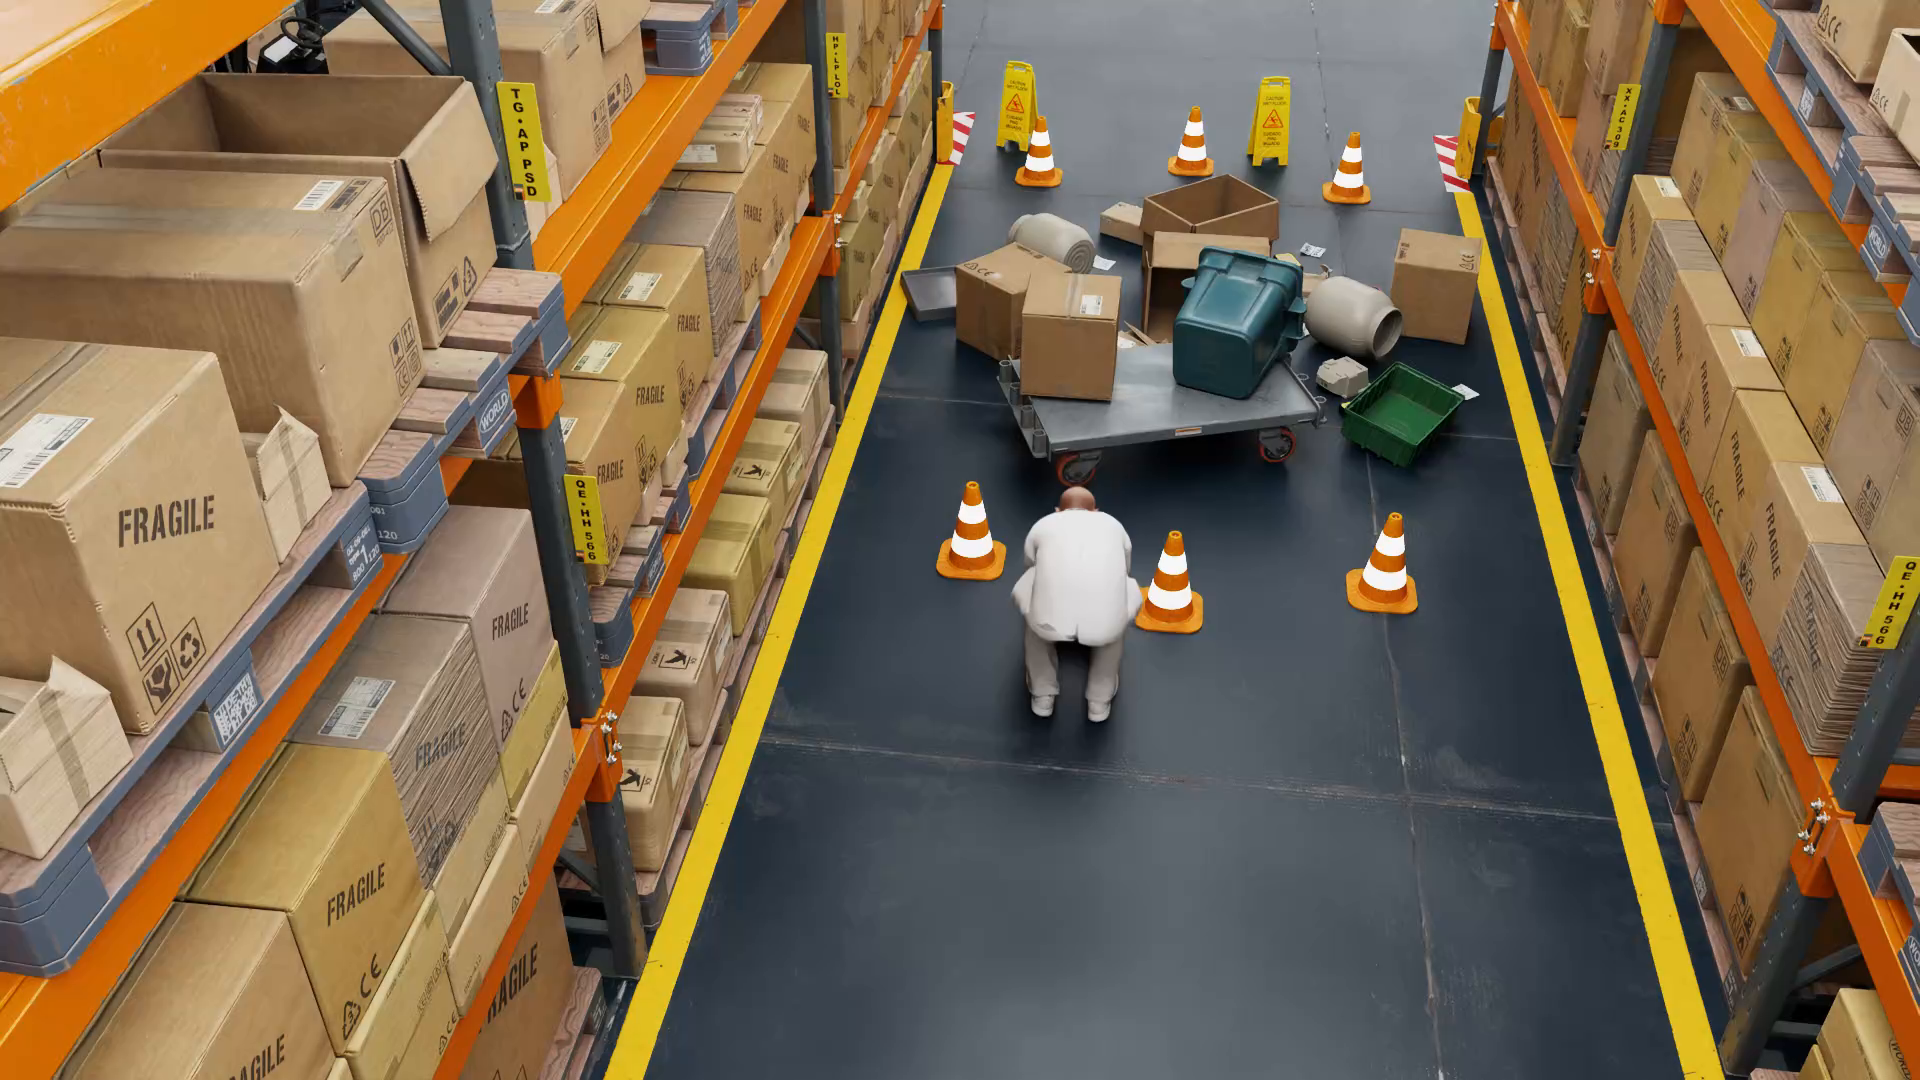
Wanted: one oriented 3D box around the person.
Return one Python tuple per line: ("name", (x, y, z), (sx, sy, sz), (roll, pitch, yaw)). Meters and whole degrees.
("person", (0.527, 0.278, 7.475), (0.589, 0.874, 0.953), (3, 36, 4))
